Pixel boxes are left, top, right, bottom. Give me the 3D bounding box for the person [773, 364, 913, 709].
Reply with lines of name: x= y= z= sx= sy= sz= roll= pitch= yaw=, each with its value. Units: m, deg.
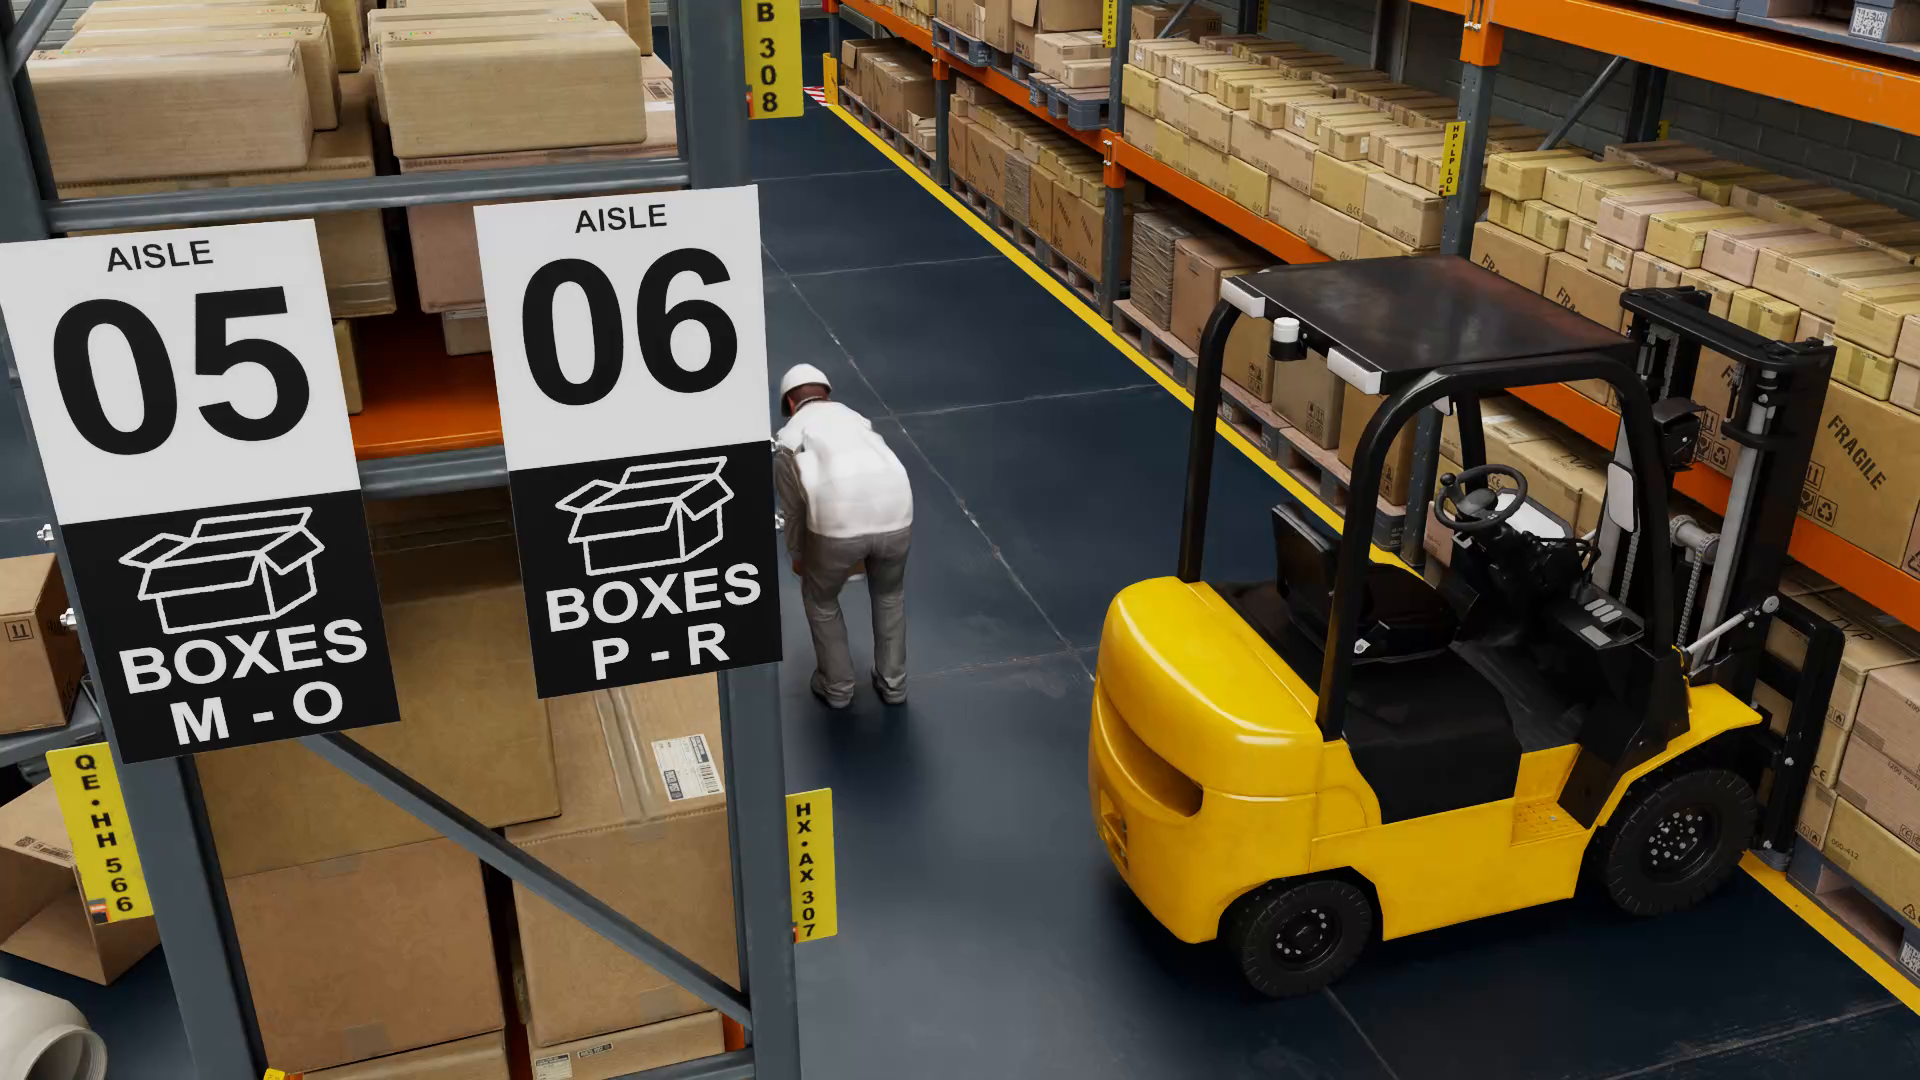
person: x=-0.527 y=-0.010 z=7.120 sx=0.456 sy=1.321 sz=0.959 roll=-11 pitch=28 yaw=-20
